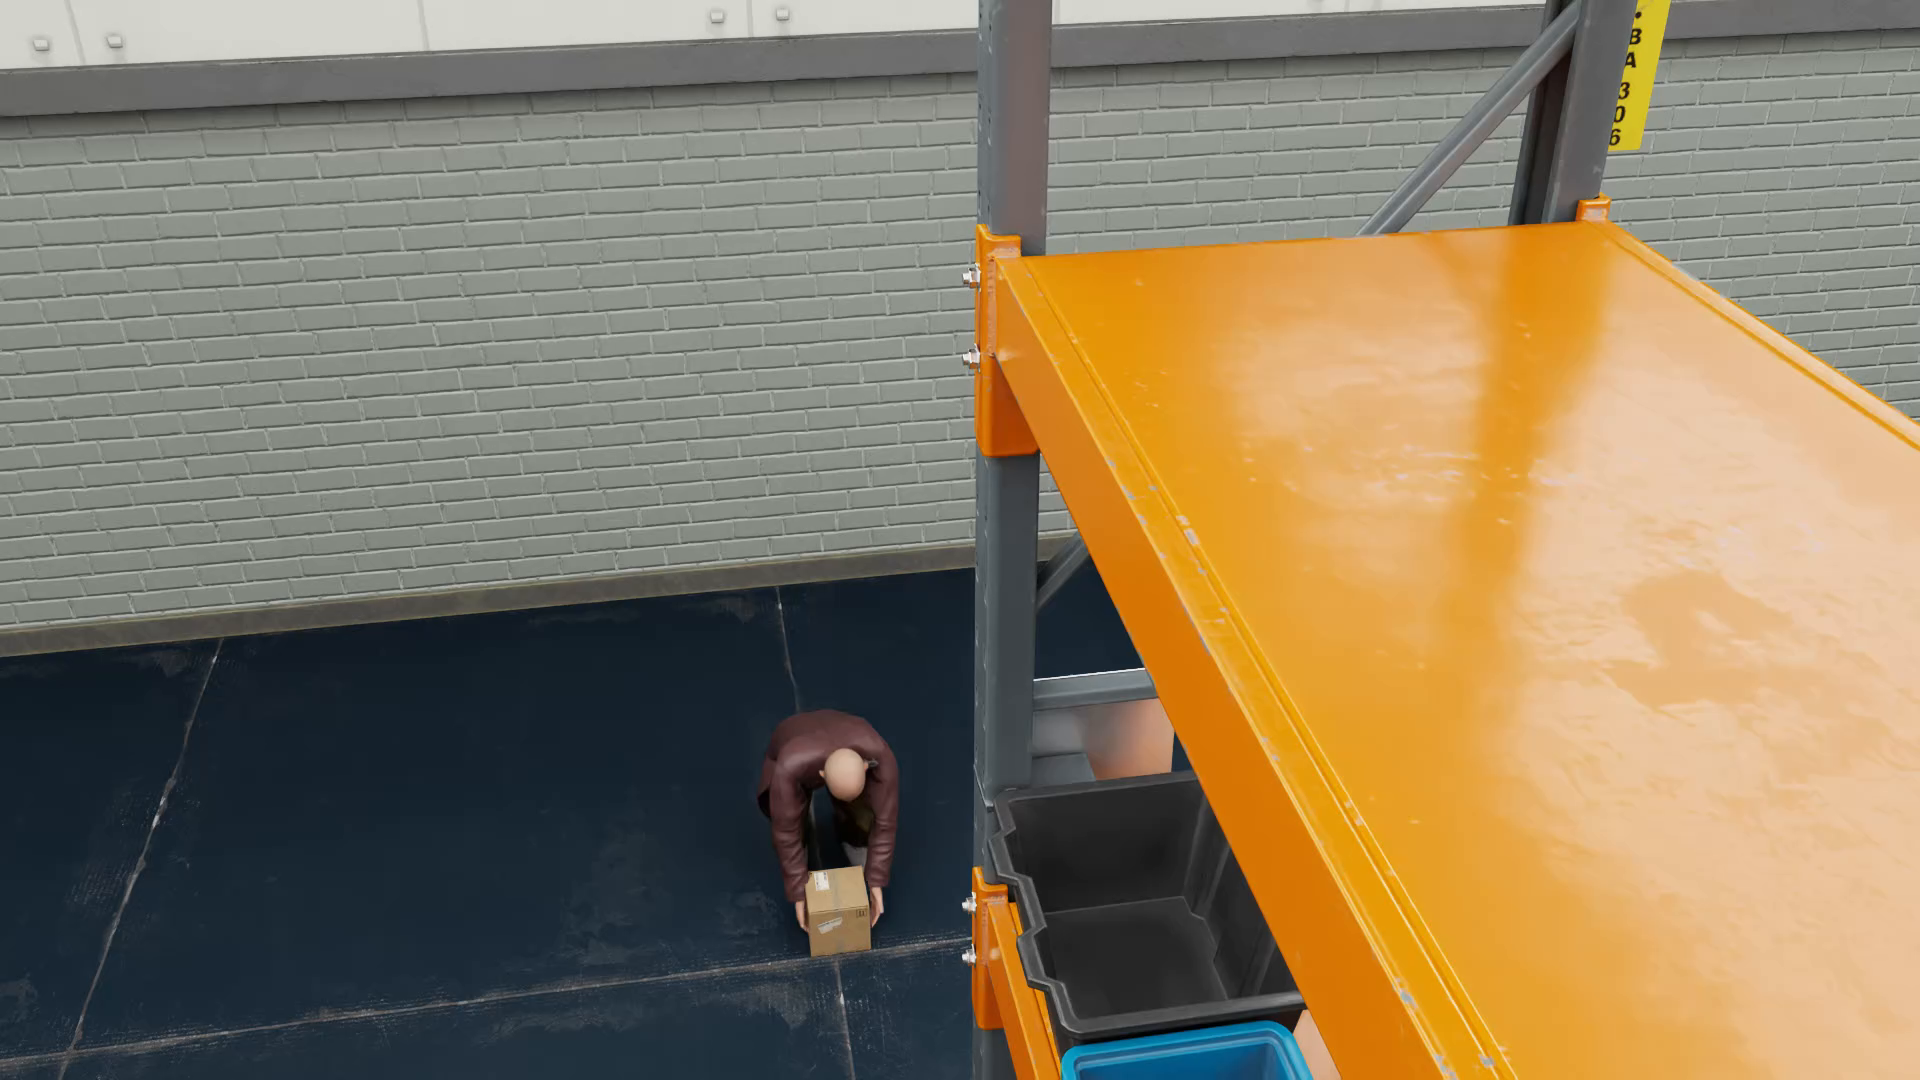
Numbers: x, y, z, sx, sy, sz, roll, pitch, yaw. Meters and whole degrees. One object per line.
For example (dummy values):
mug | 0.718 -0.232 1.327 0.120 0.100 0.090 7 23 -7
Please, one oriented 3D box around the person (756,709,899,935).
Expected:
person | -0.573 1.108 7.155 0.605 0.878 0.905 -5 31 -9
